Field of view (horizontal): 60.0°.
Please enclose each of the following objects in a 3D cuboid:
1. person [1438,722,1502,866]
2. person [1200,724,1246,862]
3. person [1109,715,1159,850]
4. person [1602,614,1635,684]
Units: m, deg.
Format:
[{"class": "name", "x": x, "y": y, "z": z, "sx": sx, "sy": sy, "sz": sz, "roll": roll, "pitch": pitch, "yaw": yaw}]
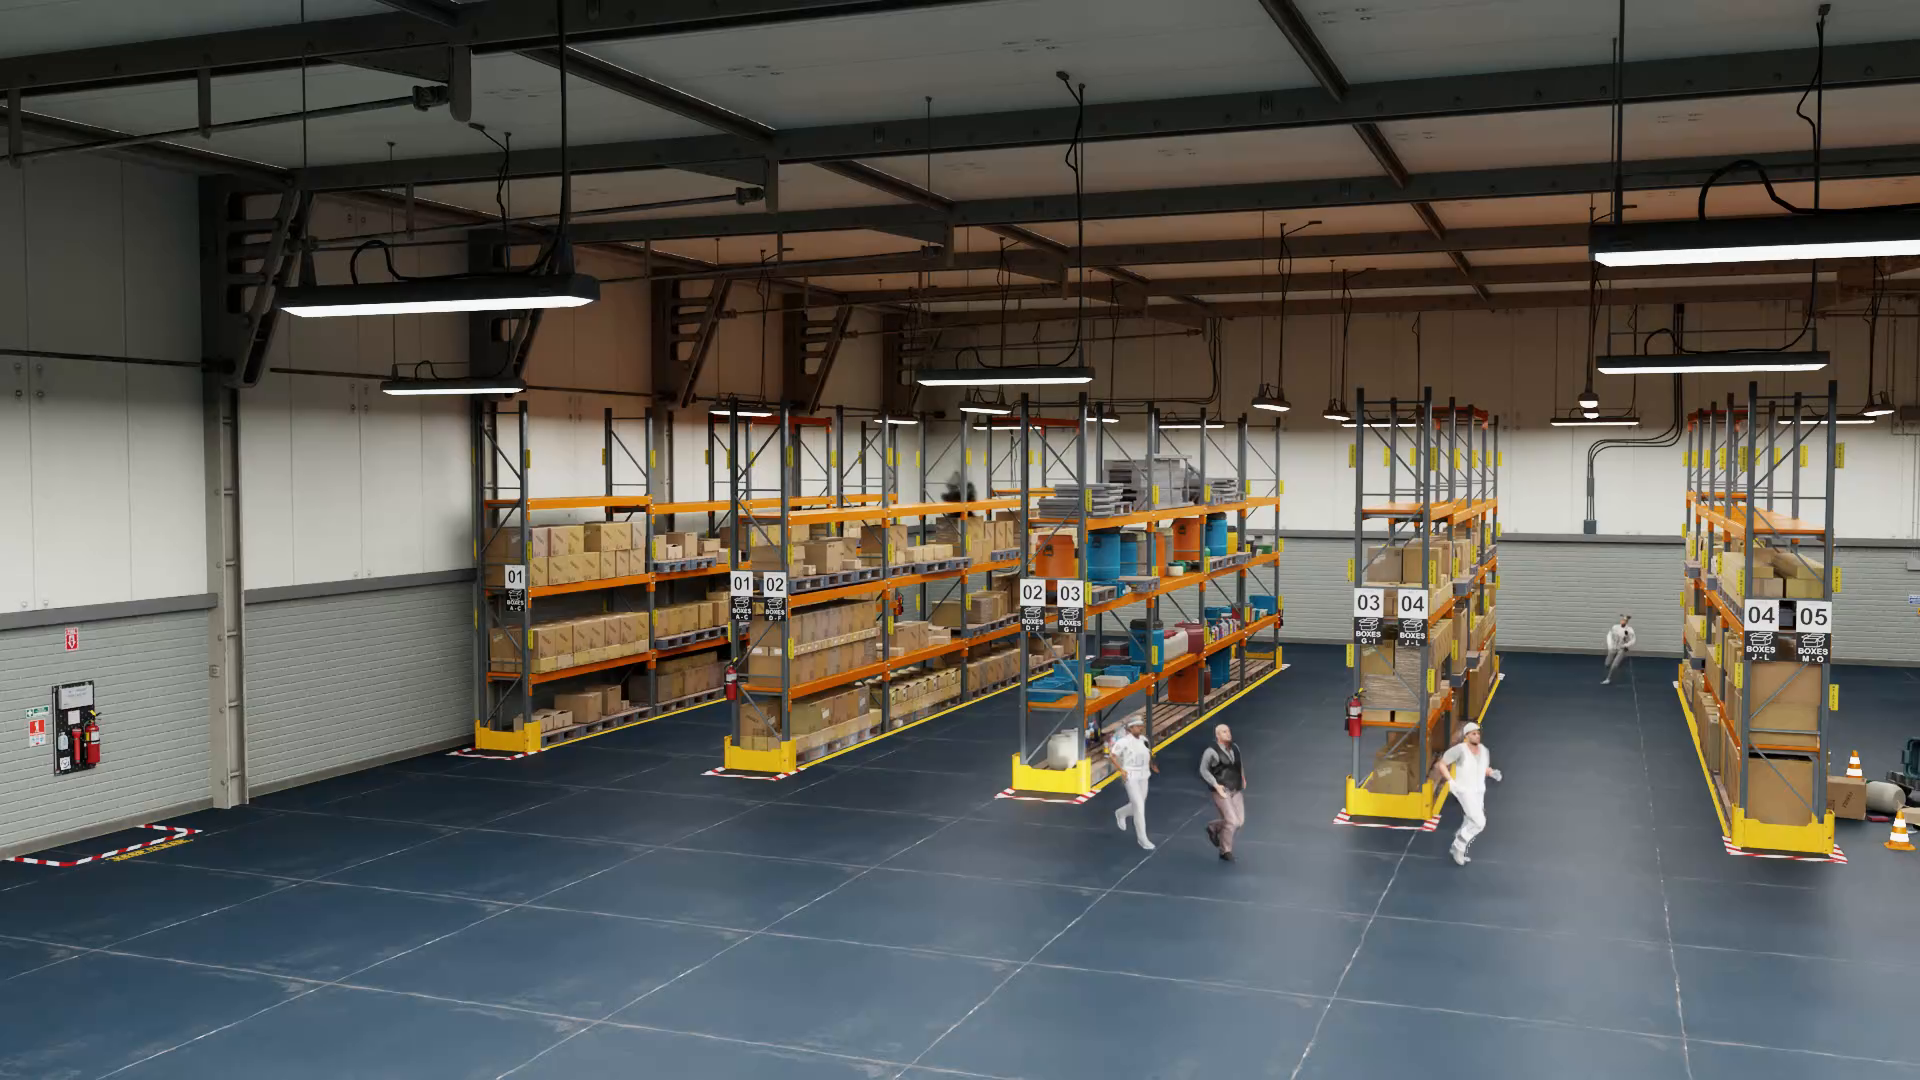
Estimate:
[{"class": "person", "x": 6.311, "y": 3.120, "z": 20.425, "sx": 0.625, "sy": 1.763, "sz": 0.659, "roll": -2, "pitch": 3, "yaw": -29}, {"class": "person", "x": 3.291, "y": 3.187, "z": 20.872, "sx": 0.660, "sy": 1.623, "sz": 0.578, "roll": -2, "pitch": 3, "yaw": -35}, {"class": "person", "x": 2.256, "y": 3.117, "z": 21.656, "sx": 0.579, "sy": 1.700, "sz": 0.860, "roll": -2, "pitch": 3, "yaw": -33}, {"class": "person", "x": 14.595, "y": 2.416, "z": 36.806, "sx": 0.684, "sy": 1.588, "sz": 0.559, "roll": 2, "pitch": 4, "yaw": 40}]
